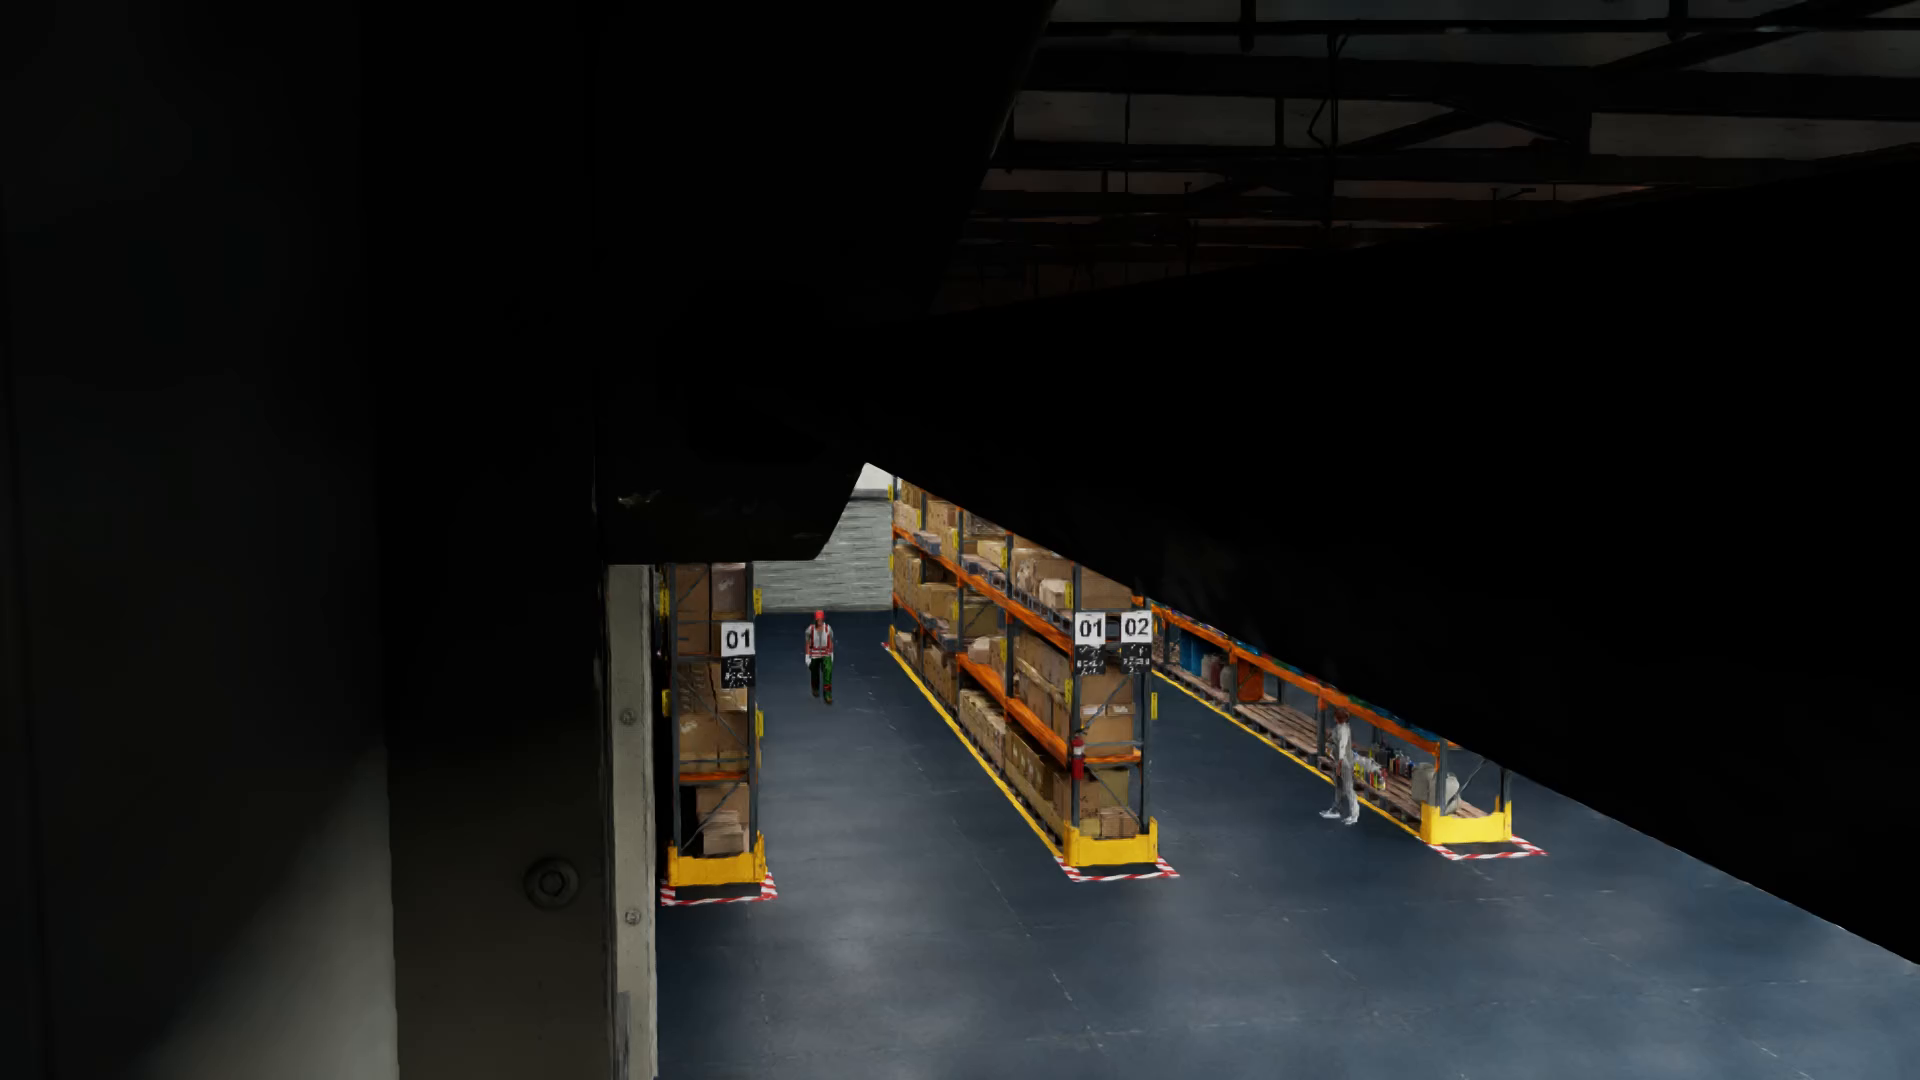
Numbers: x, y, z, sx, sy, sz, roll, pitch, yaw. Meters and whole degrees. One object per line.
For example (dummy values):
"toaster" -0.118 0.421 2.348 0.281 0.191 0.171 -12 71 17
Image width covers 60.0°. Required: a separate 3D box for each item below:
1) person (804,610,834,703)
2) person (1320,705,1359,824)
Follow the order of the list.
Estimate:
"person" -2.606 2.135 30.848 0.553 1.706 1.123 -1 6 -8
"person" 5.233 3.066 22.830 0.512 1.582 0.515 1 6 8
